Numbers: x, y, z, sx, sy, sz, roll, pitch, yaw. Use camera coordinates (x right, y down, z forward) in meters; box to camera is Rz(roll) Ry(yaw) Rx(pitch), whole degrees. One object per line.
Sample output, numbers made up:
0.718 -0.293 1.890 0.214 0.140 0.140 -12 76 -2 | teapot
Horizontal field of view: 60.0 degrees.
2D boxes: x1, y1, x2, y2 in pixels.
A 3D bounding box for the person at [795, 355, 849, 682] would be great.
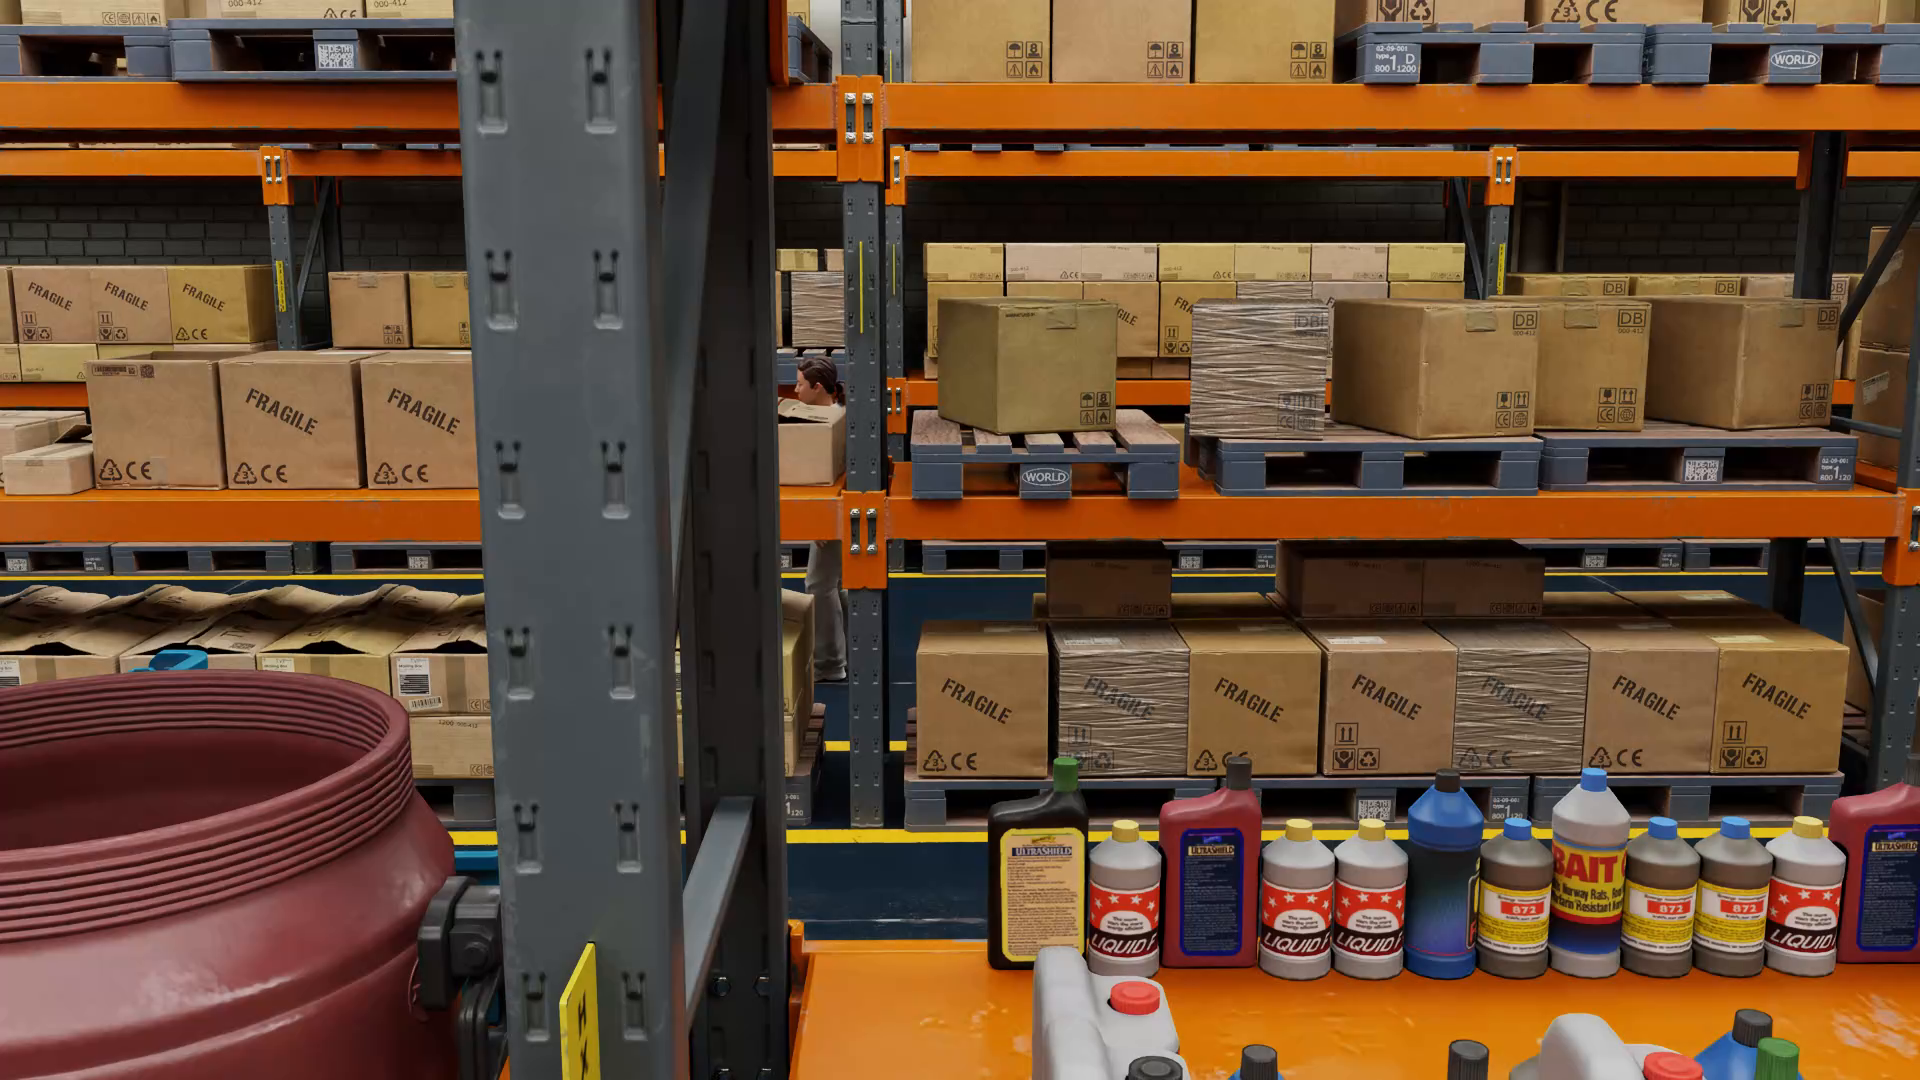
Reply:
-0.692 -0.113 8.536 0.408 1.672 0.485 0 10 -1 | person
